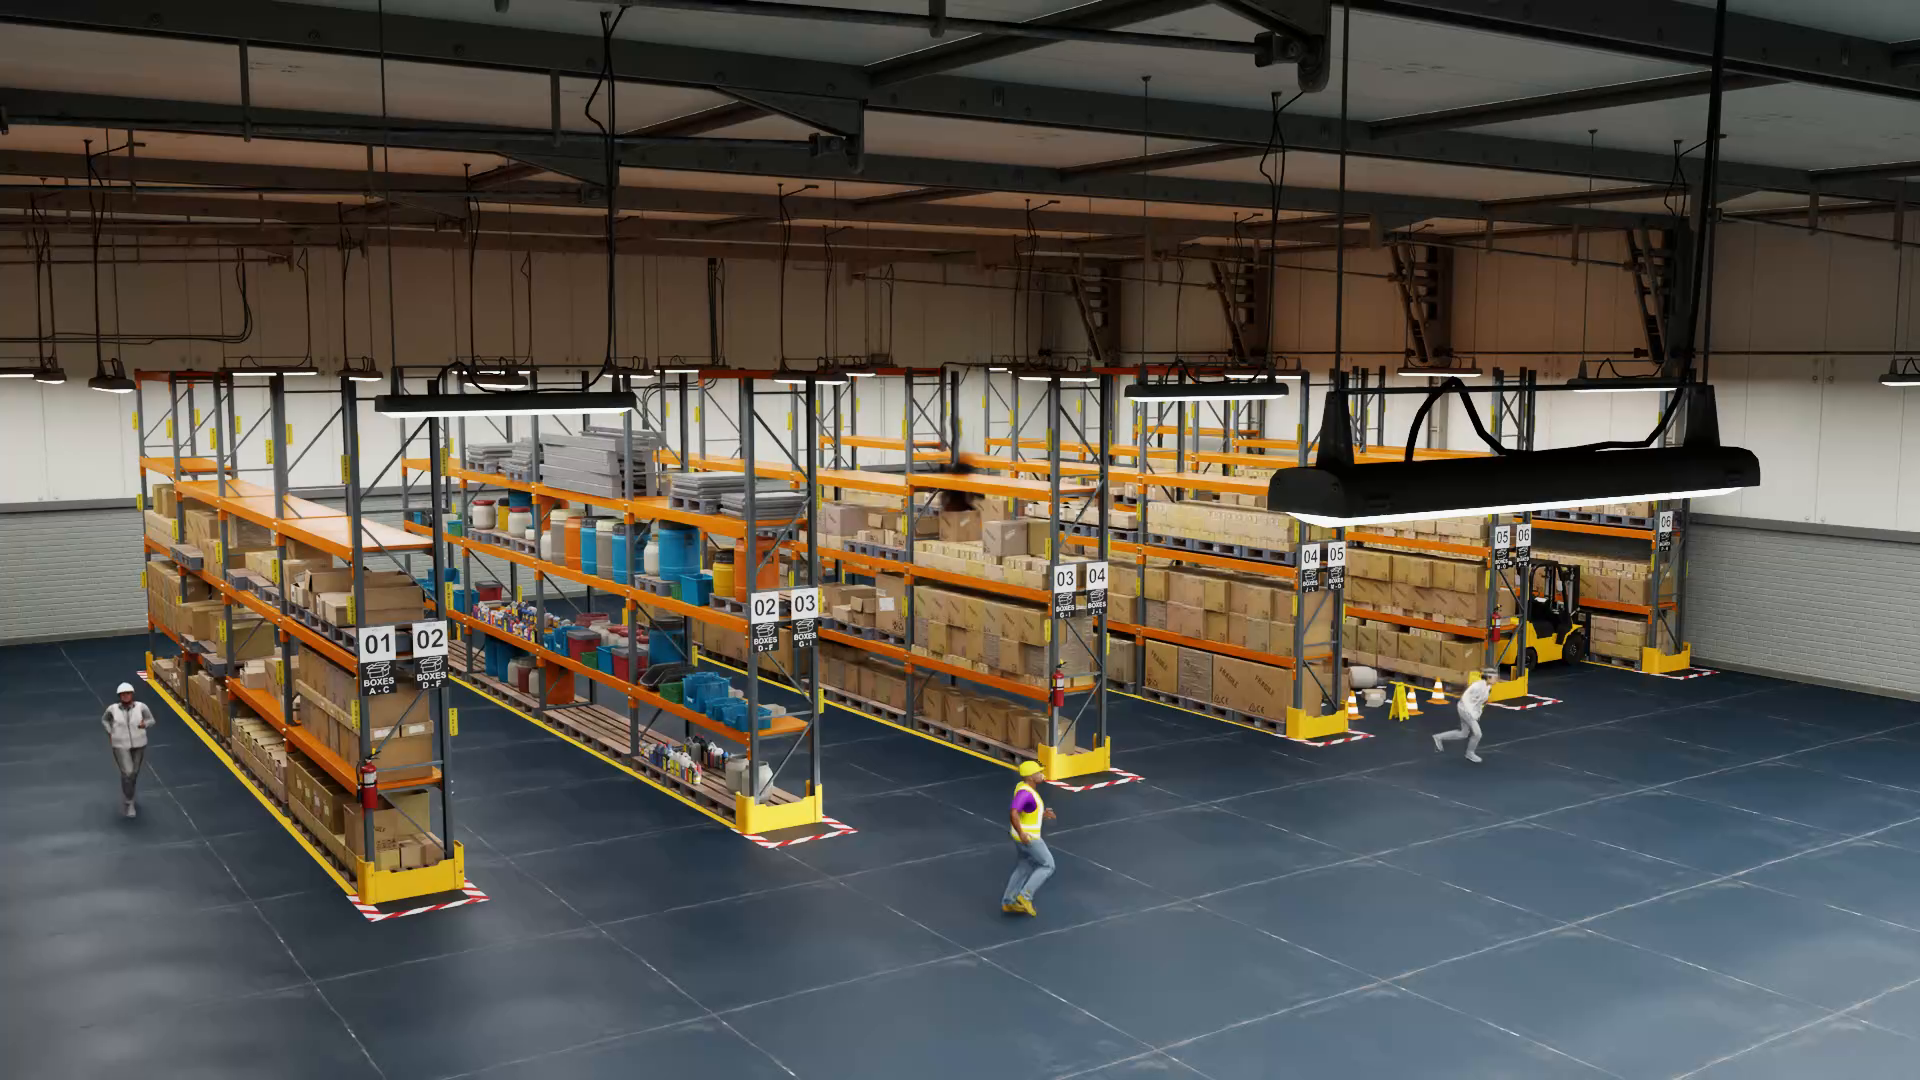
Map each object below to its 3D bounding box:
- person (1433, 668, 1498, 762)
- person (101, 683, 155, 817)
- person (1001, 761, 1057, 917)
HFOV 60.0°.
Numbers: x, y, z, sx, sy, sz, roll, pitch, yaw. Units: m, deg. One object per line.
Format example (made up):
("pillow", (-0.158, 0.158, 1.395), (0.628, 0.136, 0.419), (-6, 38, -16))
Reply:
("person", (7.881, 2.692, 25.889), (0.965, 1.490, 0.628), (5, 8, 37))
("person", (-11.471, 2.868, 23.003), (0.629, 1.837, 0.789), (-5, 8, -38))
("person", (0.799, 3.348, 18.762), (0.672, 1.753, 0.697), (-1, 7, -9))
